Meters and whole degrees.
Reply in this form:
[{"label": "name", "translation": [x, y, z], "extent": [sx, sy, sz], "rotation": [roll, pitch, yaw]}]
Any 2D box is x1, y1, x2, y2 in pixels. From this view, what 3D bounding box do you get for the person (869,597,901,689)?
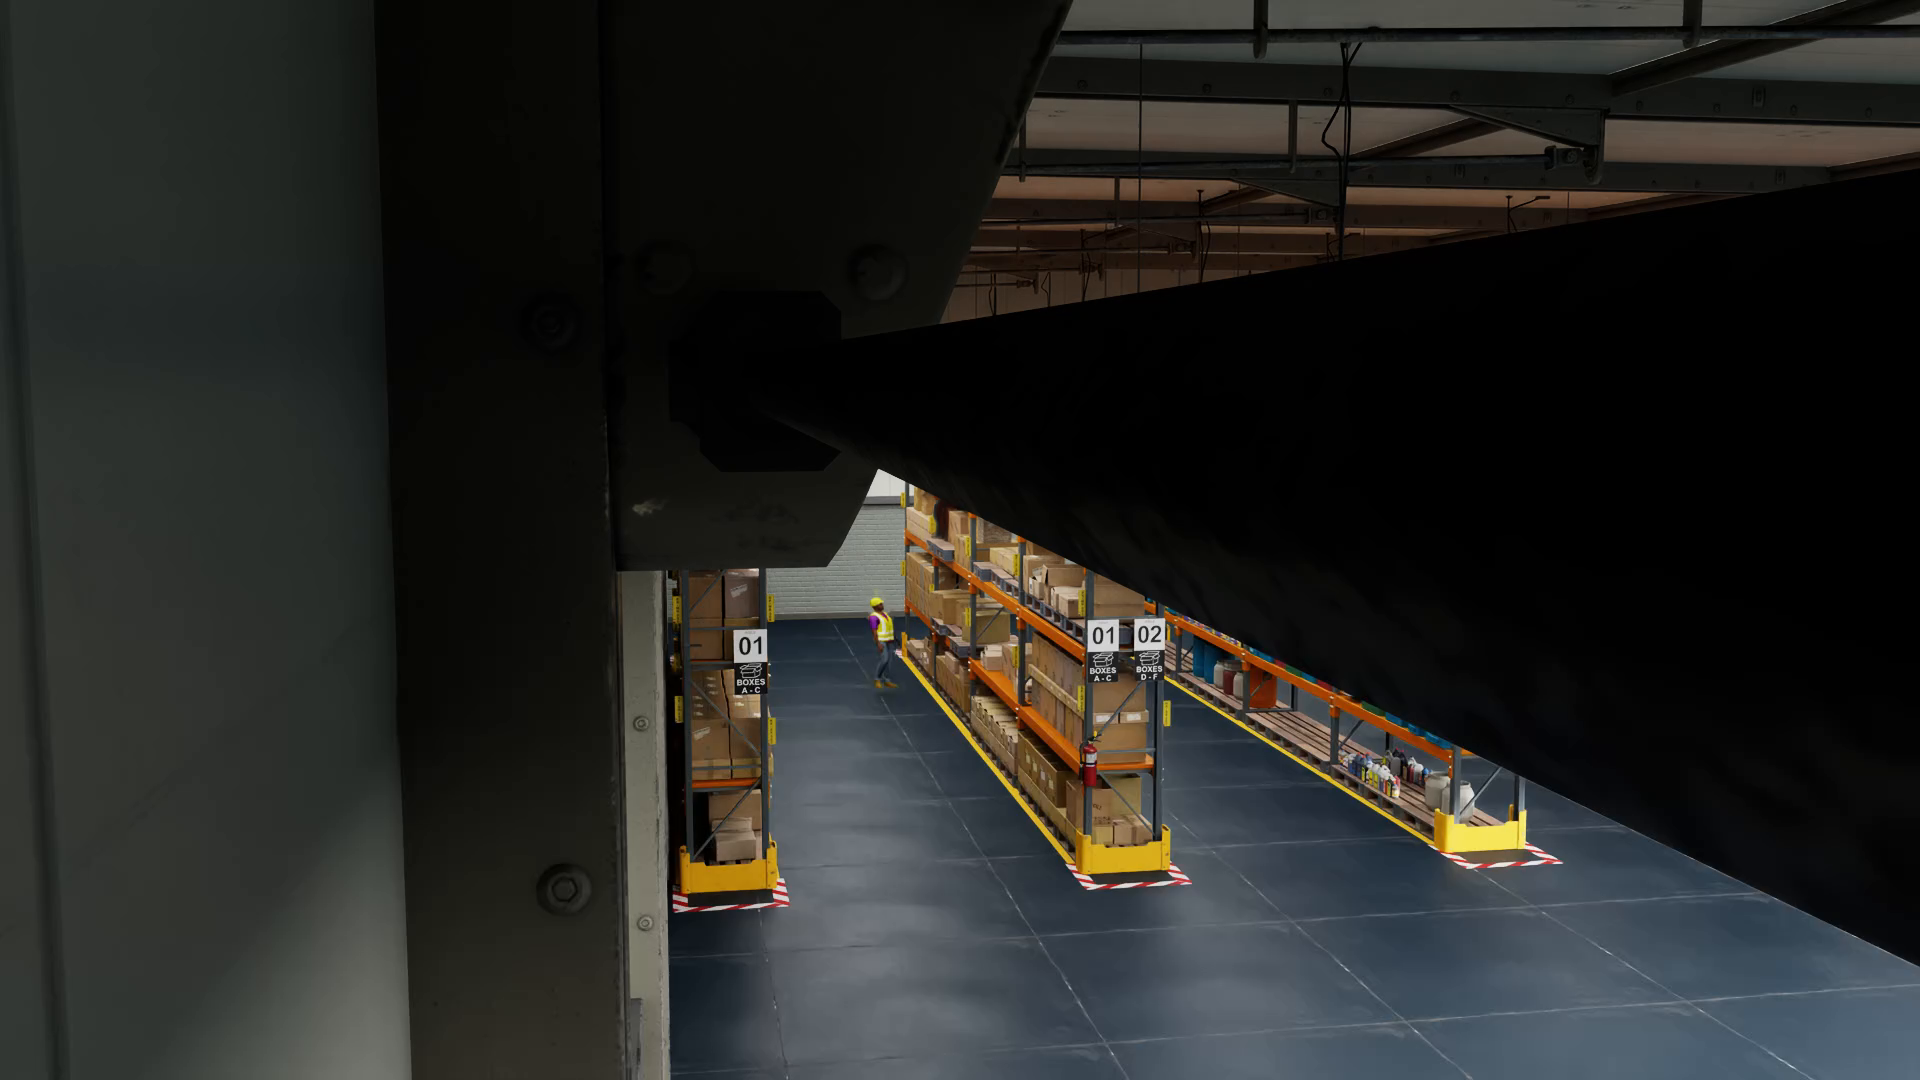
[{"label": "person", "translation": [-1.448, 1.973, 32.103], "extent": [0.523, 1.746, 0.637], "rotation": [5, 8, 38]}]
